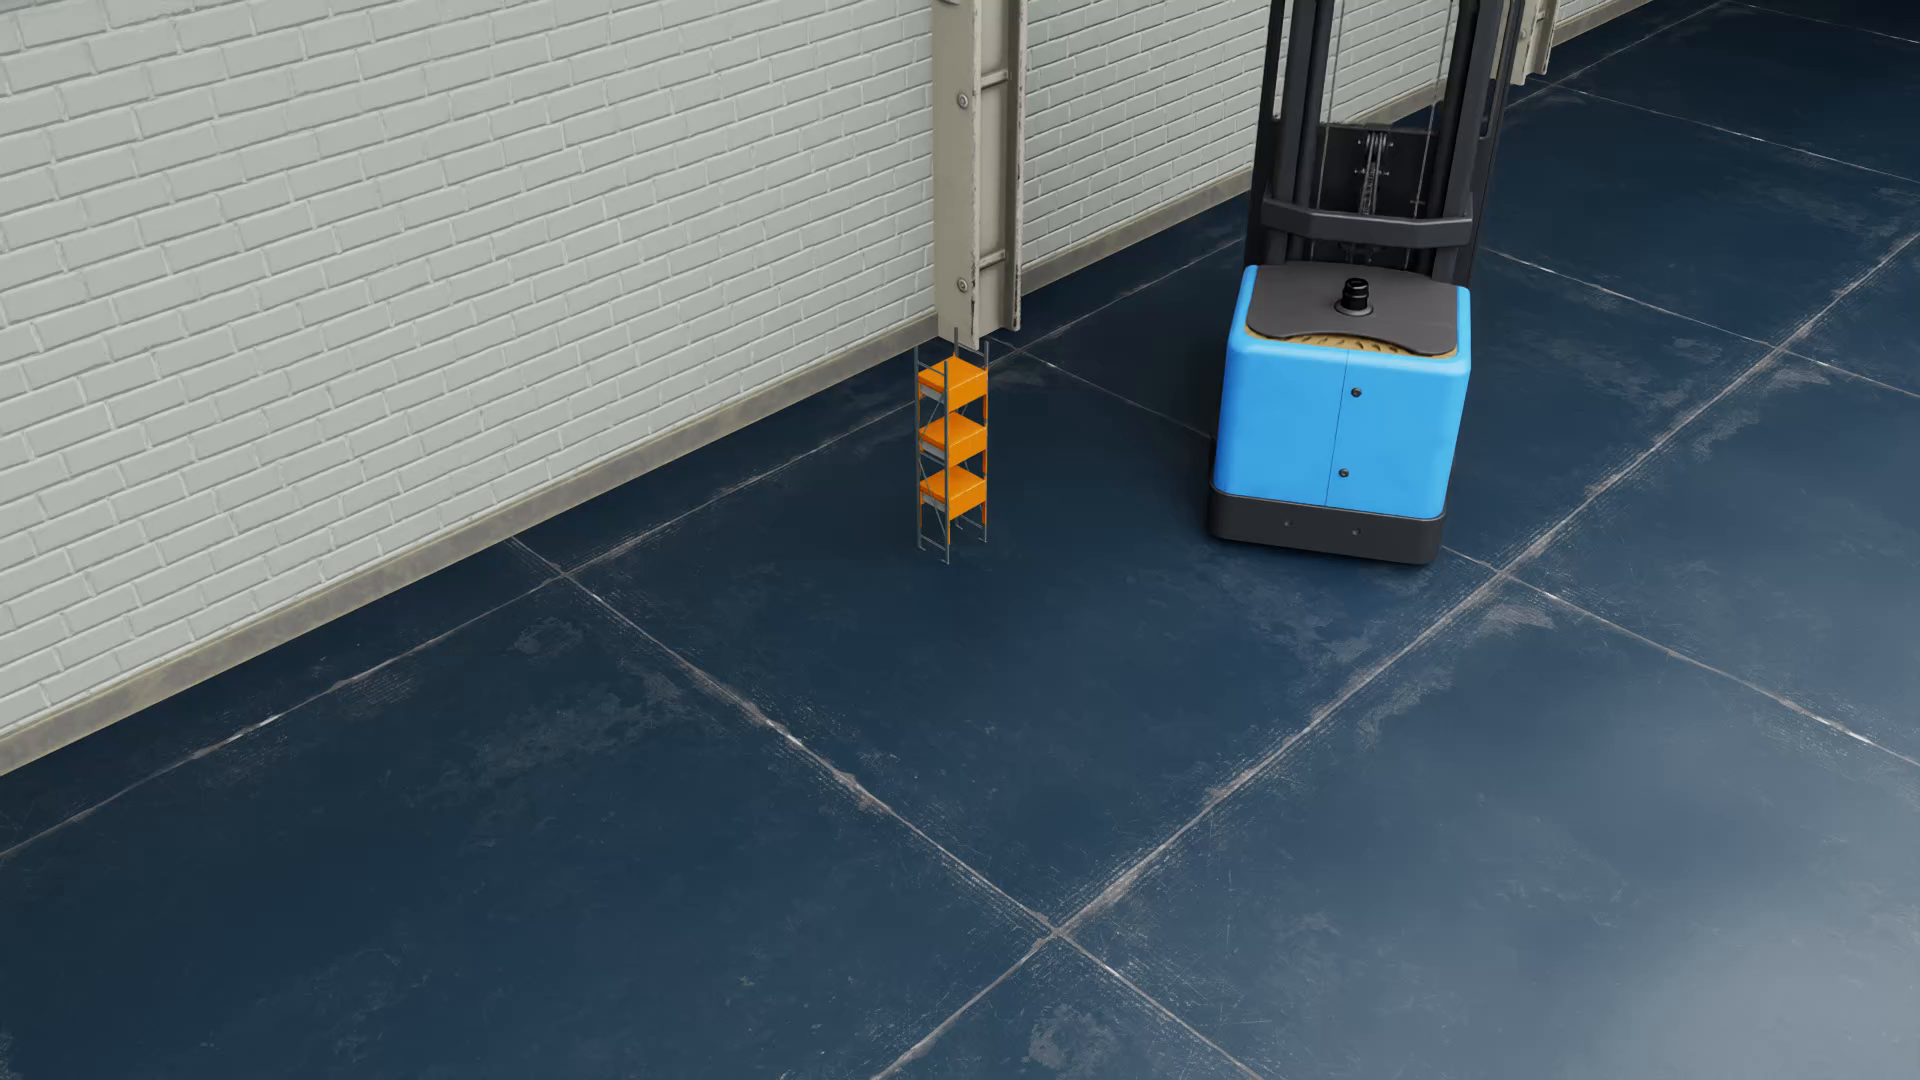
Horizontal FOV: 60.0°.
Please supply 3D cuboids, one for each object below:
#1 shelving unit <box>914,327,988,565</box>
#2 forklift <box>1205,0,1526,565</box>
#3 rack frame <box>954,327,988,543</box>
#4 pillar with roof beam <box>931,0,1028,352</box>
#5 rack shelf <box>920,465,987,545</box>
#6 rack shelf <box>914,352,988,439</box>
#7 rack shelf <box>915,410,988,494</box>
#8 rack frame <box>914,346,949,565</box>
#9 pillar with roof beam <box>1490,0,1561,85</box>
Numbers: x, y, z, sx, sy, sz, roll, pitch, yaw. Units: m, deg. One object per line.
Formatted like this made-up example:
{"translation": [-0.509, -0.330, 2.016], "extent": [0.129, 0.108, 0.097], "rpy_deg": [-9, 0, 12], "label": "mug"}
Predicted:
{"translation": [-0.038, -0.409, 7.419], "extent": [0.215, 1.050, 0.252], "rpy_deg": [30, 45, 35], "label": "shelving unit"}
{"translation": [1.986, -1.932, 7.958], "extent": [1.130, 2.935, 3.031], "rpy_deg": [8, 36, 11], "label": "forklift"}
{"translation": [0.048, -0.458, 7.490], "extent": [0.200, 1.050, 0.008], "rpy_deg": [30, 45, 35], "label": "rack frame"}
{"translation": [3.155, -3.144, 4.392], "extent": [9.100, 9.000, 0.400], "rpy_deg": [30, 45, 35], "label": "pillar with roof beam"}
{"translation": [-0.038, -0.172, 7.584], "extent": [0.215, 0.259, 0.240], "rpy_deg": [30, 45, 35], "label": "rack shelf"}
{"translation": [-0.038, -0.633, 7.262], "extent": [0.215, 0.259, 0.240], "rpy_deg": [30, 45, 35], "label": "rack shelf"}
{"translation": [-0.038, -0.400, 7.425], "extent": [0.215, 0.259, 0.240], "rpy_deg": [30, 45, 35], "label": "rack shelf"}
{"translation": [-0.124, -0.359, 7.347], "extent": [0.200, 1.050, 0.008], "rpy_deg": [30, 45, 35], "label": "rack frame"}
{"translation": [7.383, -5.580, 7.885], "extent": [9.100, 9.000, 0.400], "rpy_deg": [30, 45, 35], "label": "pillar with roof beam"}
